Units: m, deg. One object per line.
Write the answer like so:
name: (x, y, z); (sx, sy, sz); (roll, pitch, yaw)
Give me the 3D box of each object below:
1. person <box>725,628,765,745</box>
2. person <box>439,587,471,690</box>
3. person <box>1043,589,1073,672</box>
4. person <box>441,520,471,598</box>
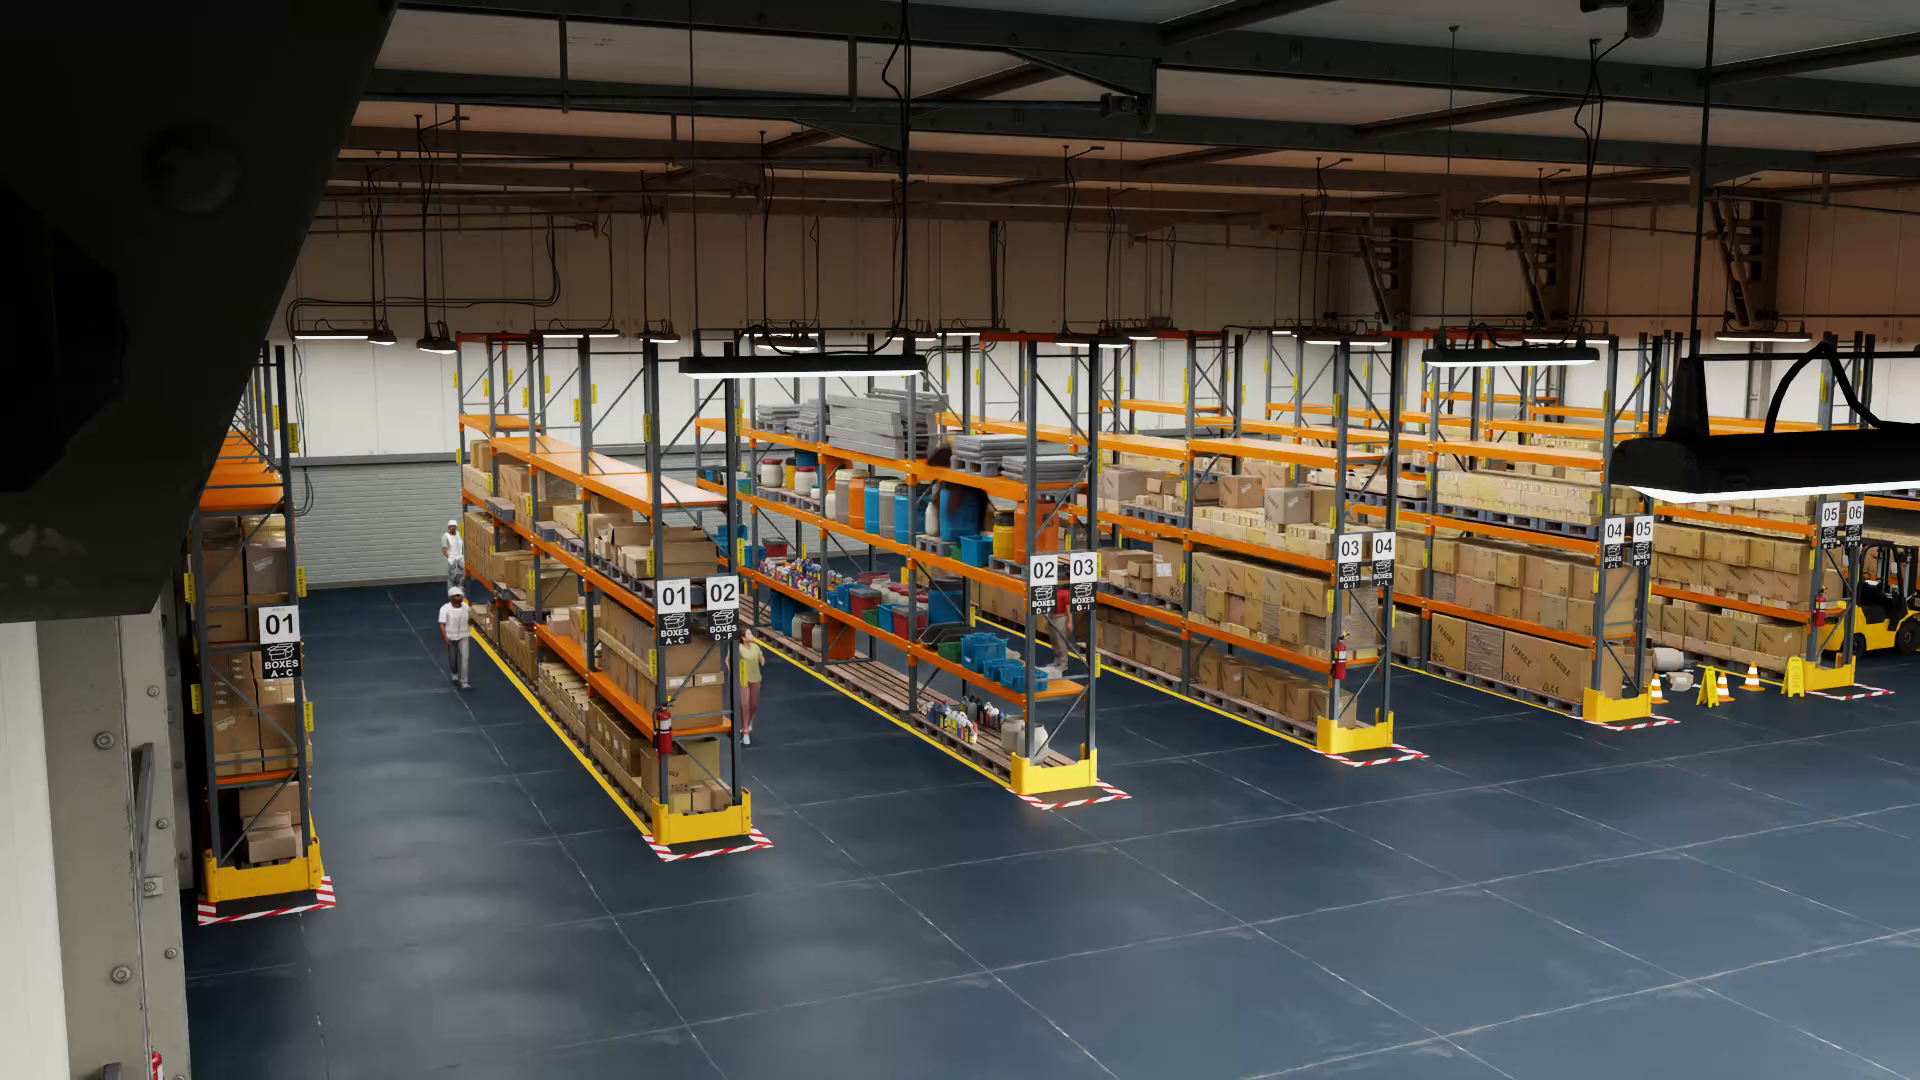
person: (-3.202, 2.145, 24.908); (0.623, 1.700, 0.830); (-3, 8, -20)
person: (-8.598, 1.664, 28.353); (0.533, 1.729, 1.013); (-3, 8, -19)
person: (1.721, 1.475, 29.731); (0.387, 1.730, 0.601); (-5, 9, -34)
person: (-11.271, 0.433, 37.197); (0.509, 1.795, 0.638); (2, 8, 17)
